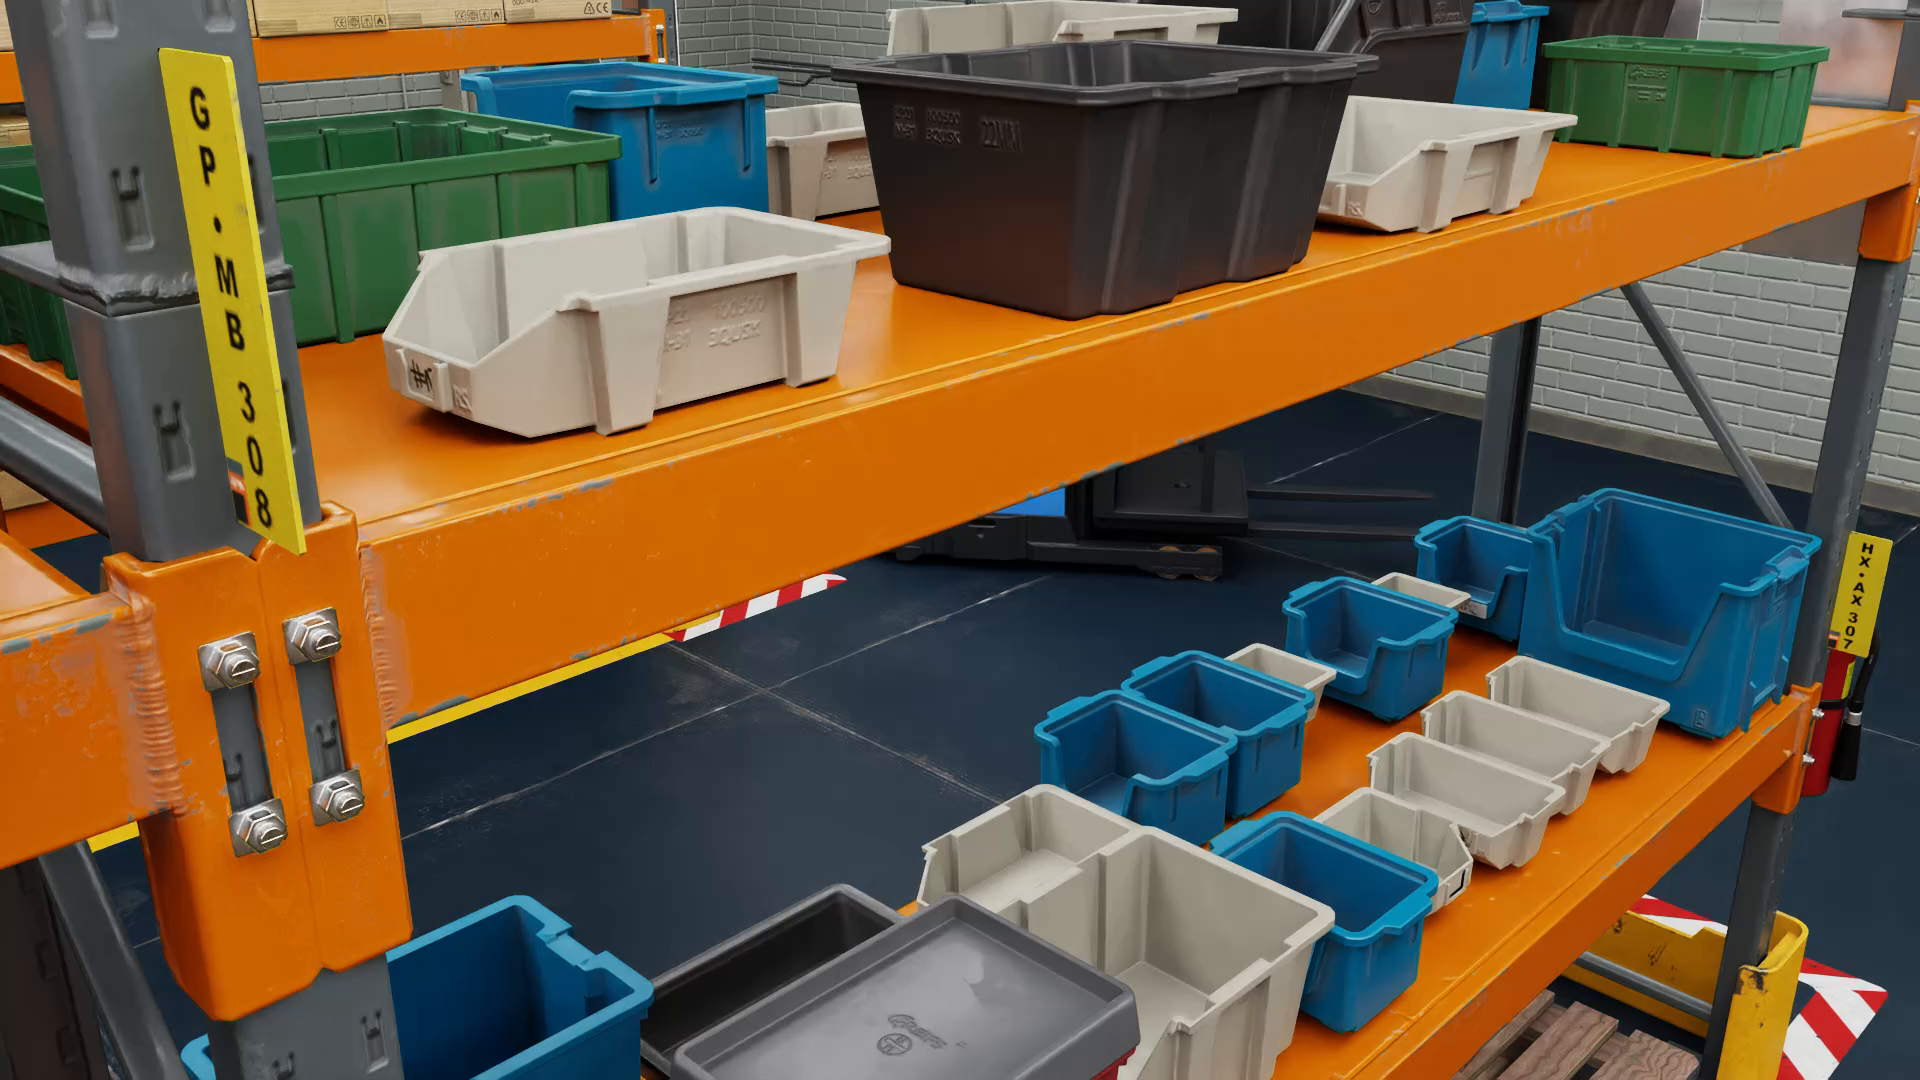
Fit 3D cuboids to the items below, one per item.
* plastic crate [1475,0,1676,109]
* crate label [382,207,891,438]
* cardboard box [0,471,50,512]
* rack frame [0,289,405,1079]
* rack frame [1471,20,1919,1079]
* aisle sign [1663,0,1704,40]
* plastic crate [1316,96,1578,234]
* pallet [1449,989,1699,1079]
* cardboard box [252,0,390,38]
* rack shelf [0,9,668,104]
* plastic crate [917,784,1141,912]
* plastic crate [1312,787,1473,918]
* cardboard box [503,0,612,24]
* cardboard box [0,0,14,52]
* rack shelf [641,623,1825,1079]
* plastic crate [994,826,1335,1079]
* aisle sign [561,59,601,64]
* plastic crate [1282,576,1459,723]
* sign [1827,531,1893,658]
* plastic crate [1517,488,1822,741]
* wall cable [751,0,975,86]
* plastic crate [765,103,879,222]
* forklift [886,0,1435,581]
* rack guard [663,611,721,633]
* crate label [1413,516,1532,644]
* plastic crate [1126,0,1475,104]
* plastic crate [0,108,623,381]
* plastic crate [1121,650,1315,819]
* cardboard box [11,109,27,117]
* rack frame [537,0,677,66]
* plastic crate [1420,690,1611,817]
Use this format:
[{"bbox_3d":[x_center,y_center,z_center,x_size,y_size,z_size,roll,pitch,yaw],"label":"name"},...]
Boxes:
[{"bbox_3d":[1.450,-1.225,4.083,0.497,0.269,0.590,19,28,41],"label":"plastic crate"},{"bbox_3d":[-0.324,-0.218,1.647,0.293,0.136,0.466,19,28,41],"label":"crate label"},{"bbox_3d":[-3.513,-0.370,5.716,0.500,0.500,0.500,-20,28,-41],"label":"cardboard box"},{"bbox_3d":[-0.873,1.113,1.998,1.000,3.000,0.127,19,28,41],"label":"rack frame"},{"bbox_3d":[1.918,0.085,4.674,1.000,3.000,0.127,19,28,41],"label":"rack frame"},{"bbox_3d":[1.755,-1.222,4.449,0.394,0.787,0.004,19,28,41],"label":"aisle sign"},{"bbox_3d":[0.654,-0.599,2.639,0.437,0.136,0.530,19,28,41],"label":"plastic crate"},{"bbox_3d":[1.315,1.588,4.648,1.003,0.211,1.213,19,28,41],"label":"pallet"},{"bbox_3d":[-2.494,-2.031,6.205,0.500,0.250,0.500,19,28,41],"label":"cardboard box"},{"bbox_3d":[-3.024,-1.706,6.155,1.077,0.370,4.000,19,28,41],"label":"rack shelf"},{"bbox_3d":[0.127,0.685,3.395,0.293,0.136,0.466,19,28,41],"label":"plastic crate"},{"bbox_3d":[0.896,0.664,3.450,0.298,0.136,0.250,19,28,41],"label":"plastic crate"},{"bbox_3d":[-1.798,-2.288,6.875,0.500,0.250,0.500,19,28,41],"label":"cardboard box"},{"bbox_3d":[-3.201,-1.777,5.544,0.500,0.250,0.500,19,28,41],"label":"cardboard box"},{"bbox_3d":[0.523,0.934,3.465,1.077,0.370,4.000,19,28,41],"label":"rack shelf"},{"bbox_3d":[0.325,0.794,2.910,0.437,0.282,0.530,19,28,41],"label":"plastic crate"},{"bbox_3d":[-1.791,-2.461,7.672,0.394,0.787,0.004,19,28,41],"label":"aisle sign"},{"bbox_3d":[1.051,0.285,4.302,0.416,0.233,0.300,19,28,41],"label":"plastic crate"},{"bbox_3d":[2.323,0.142,4.297,0.100,0.325,0.005,19,28,41],"label":"sign"},{"bbox_3d":[1.818,0.173,4.311,0.616,0.435,0.499,19,28,41],"label":"plastic crate"},{"bbox_3d":[-0.979,-5.110,14.155,3.097,2.526,0.112,19,28,41],"label":"wall cable"},{"bbox_3d":[-0.258,-0.586,2.606,0.293,0.136,0.466,19,28,41],"label":"plastic crate"},{"bbox_3d":[1.050,-1.362,8.532,3.031,2.935,1.130,3,21,7],"label":"forklift"},{"bbox_3d":[-1.682,0.030,8.299,1.175,0.500,0.348,19,28,41],"label":"rack guard"},{"bbox_3d":[1.510,0.116,4.742,0.416,0.233,0.303,19,28,41],"label":"crate label"},{"bbox_3d":[0.655,-0.963,3.304,0.504,0.338,0.767,19,28,41],"label":"plastic crate"},{"bbox_3d":[-0.794,-0.373,1.978,0.450,0.188,0.662,19,28,41],"label":"plastic crate"},{"bbox_3d":[0.591,0.454,3.862,0.416,0.233,0.300,19,28,41],"label":"plastic crate"},{"bbox_3d":[-5.529,-2.401,10.723,0.700,0.700,0.980,-19,28,-40],"label":"cardboard box"},{"bbox_3d":[-1.629,-1.156,7.902,1.000,3.000,0.127,19,28,41],"label":"rack frame"},{"bbox_3d":[1.266,0.505,3.862,0.396,0.136,0.243,19,28,41],"label":"plastic crate"}]
